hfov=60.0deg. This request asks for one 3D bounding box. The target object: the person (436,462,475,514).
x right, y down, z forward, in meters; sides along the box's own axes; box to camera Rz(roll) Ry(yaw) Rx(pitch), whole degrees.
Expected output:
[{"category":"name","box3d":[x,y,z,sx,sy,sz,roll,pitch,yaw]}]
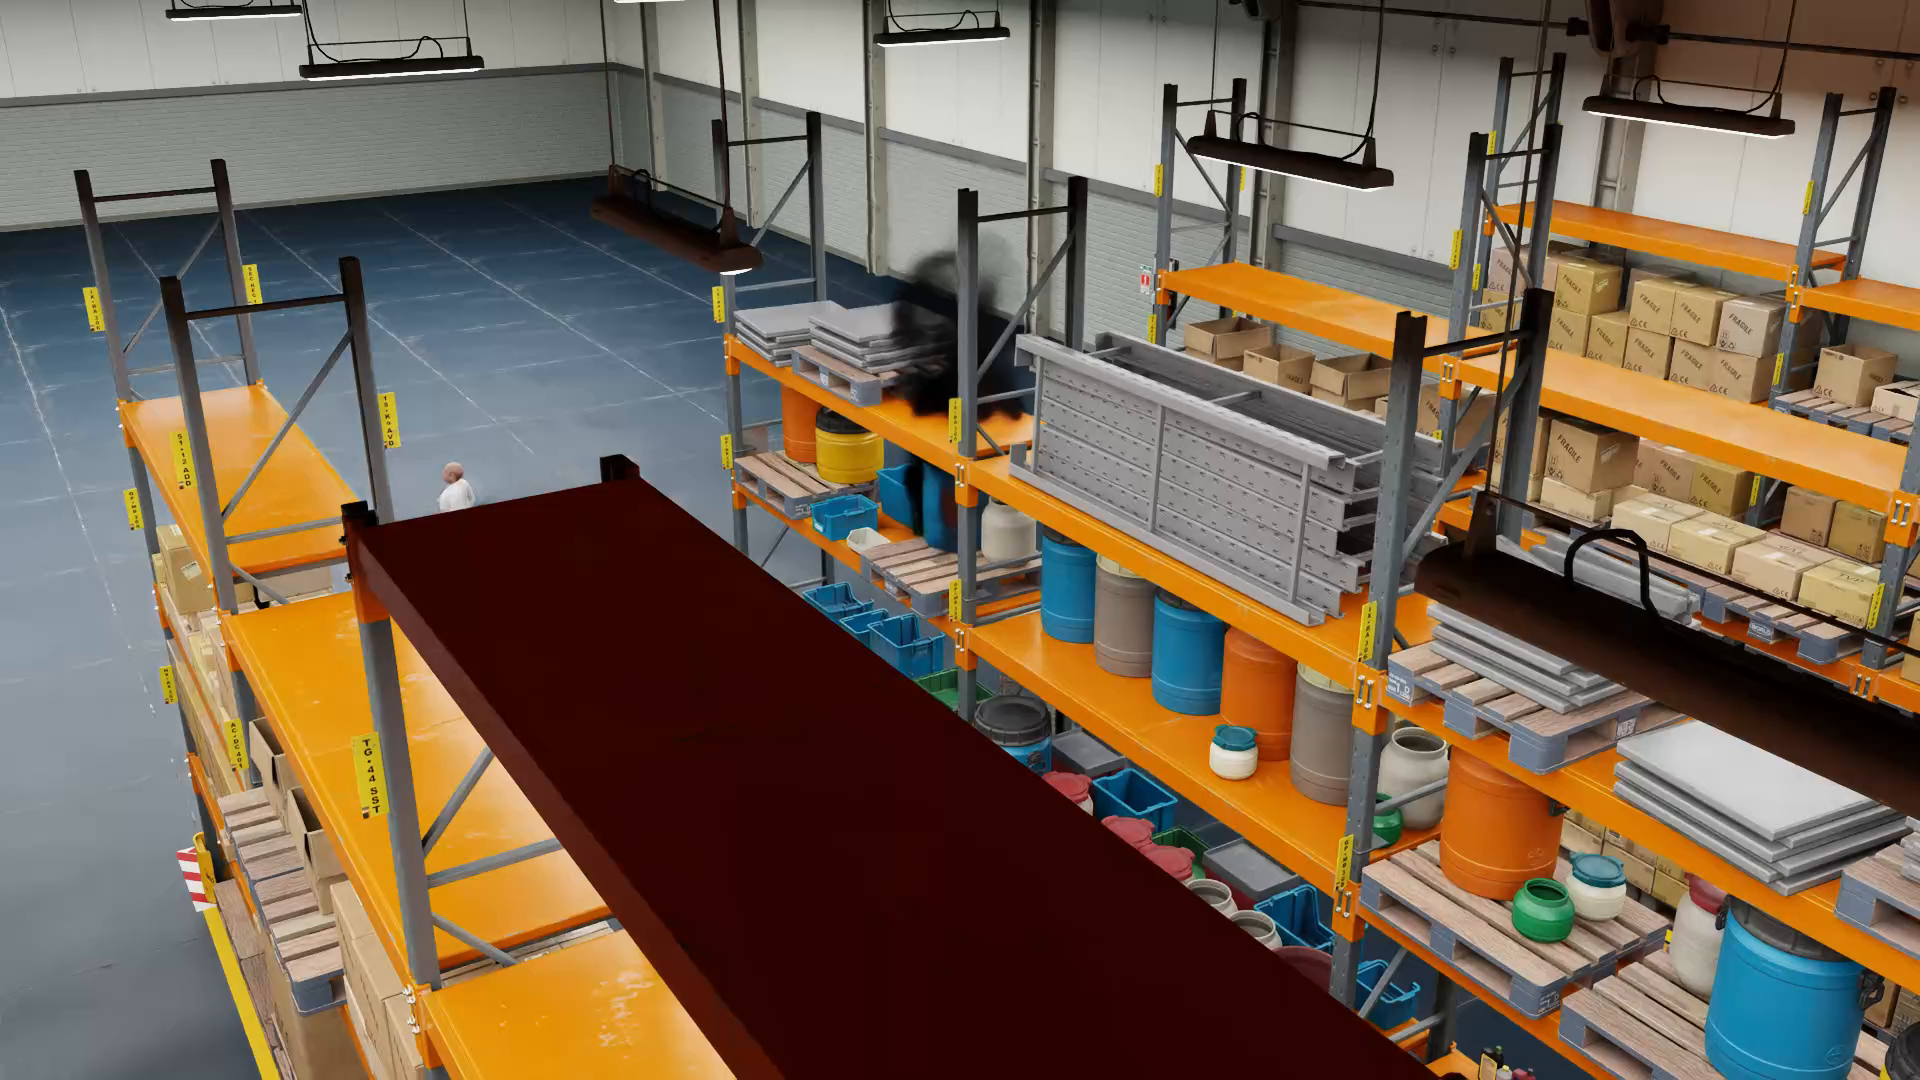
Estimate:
[{"category":"person","box3d":[-5.790,-0.083,19.272,0.754,1.729,0.712,-3,22,-6]}]

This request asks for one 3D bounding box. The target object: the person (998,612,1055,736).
[{"category":"person","box3d":[0.592,1.046,15.631,0.907,1.777,0.682,20,29,40]}]
